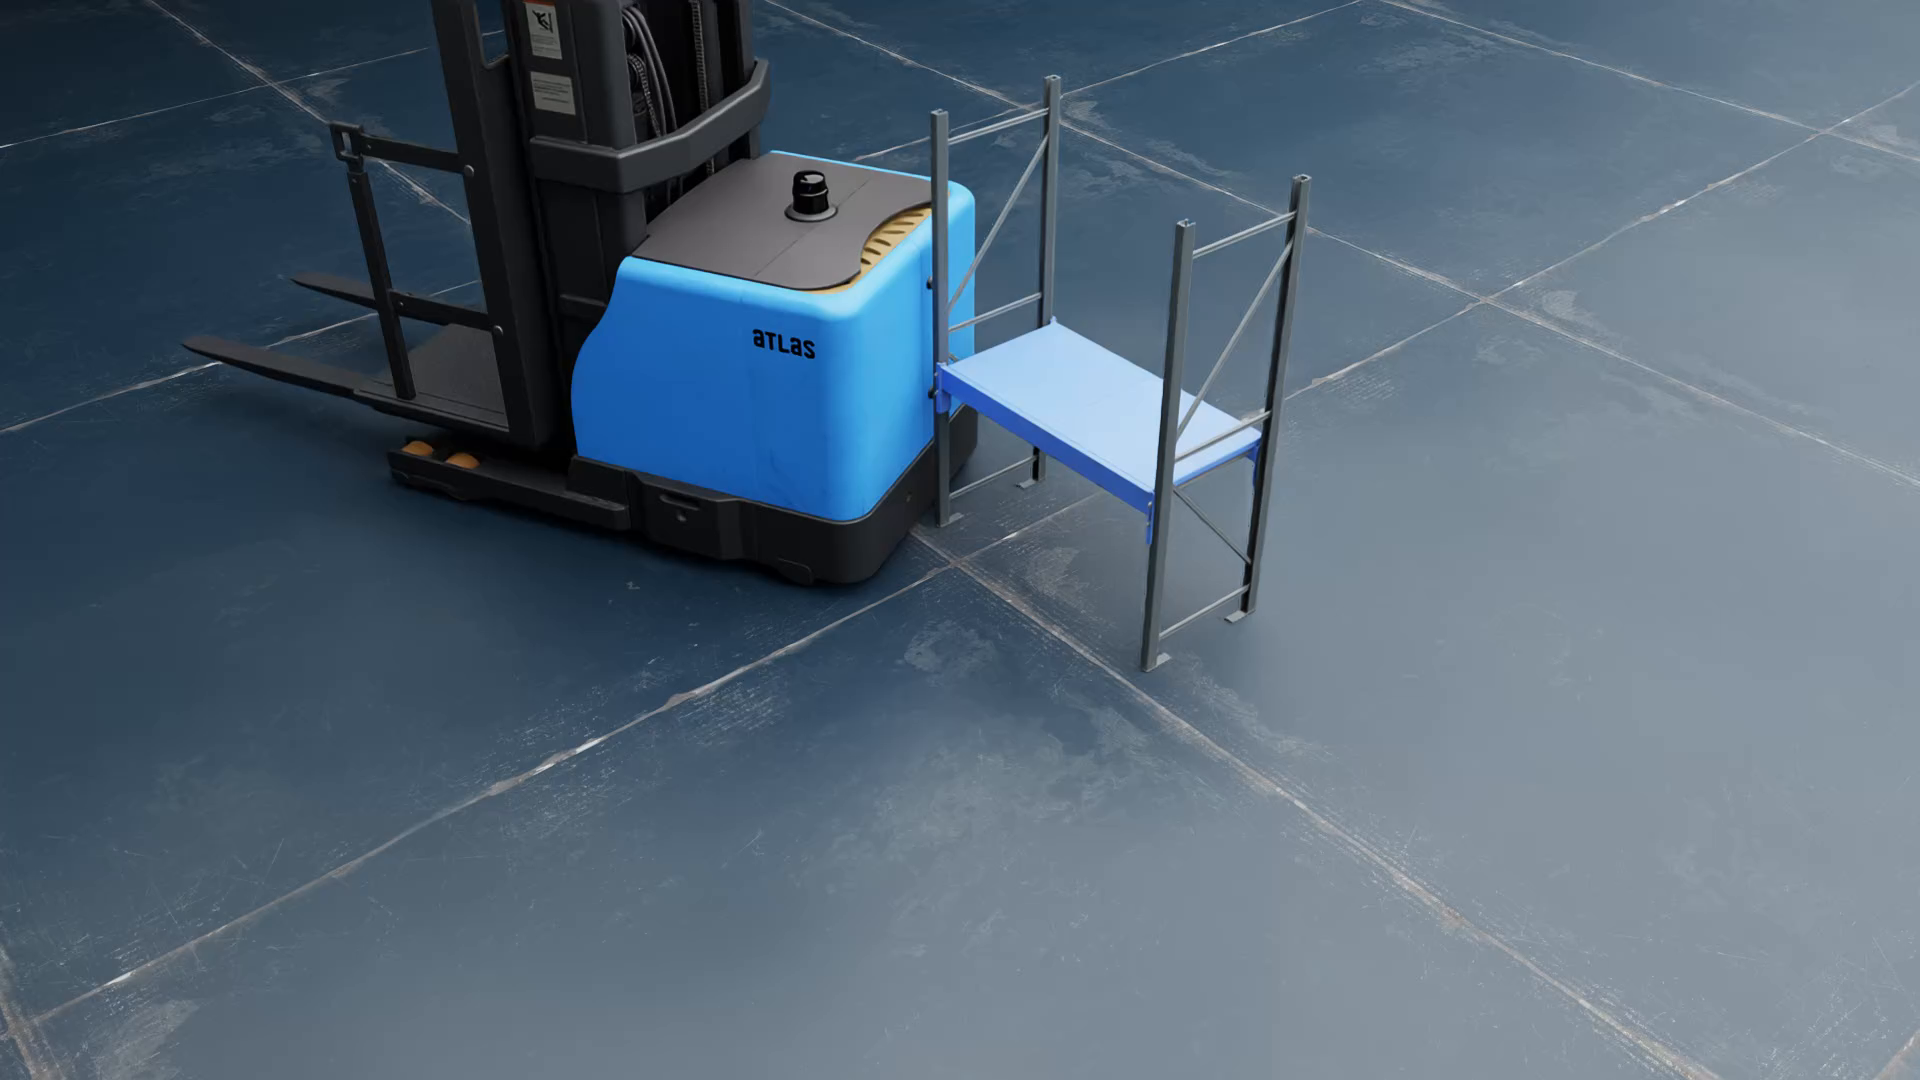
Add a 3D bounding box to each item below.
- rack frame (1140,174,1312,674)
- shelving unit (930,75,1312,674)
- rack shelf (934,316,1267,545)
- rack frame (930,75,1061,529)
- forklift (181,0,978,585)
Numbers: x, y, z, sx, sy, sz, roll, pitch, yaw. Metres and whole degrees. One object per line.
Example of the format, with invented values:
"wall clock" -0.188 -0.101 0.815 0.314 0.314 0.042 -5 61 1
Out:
"rack frame" 0.762 -0.296 4.870 0.500 1.500 0.032 -26 43 -31
"shelving unit" 0.438 -0.522 5.189 0.538 1.500 1.048 -26 43 -31
"rack shelf" 0.438 -0.375 5.293 0.538 0.185 1.000 -26 43 -31
"rack frame" 0.113 -0.748 5.509 0.500 1.500 0.032 -26 43 -31
"forklift" -1.499 -1.603 5.477 3.031 2.935 1.130 14 38 19
